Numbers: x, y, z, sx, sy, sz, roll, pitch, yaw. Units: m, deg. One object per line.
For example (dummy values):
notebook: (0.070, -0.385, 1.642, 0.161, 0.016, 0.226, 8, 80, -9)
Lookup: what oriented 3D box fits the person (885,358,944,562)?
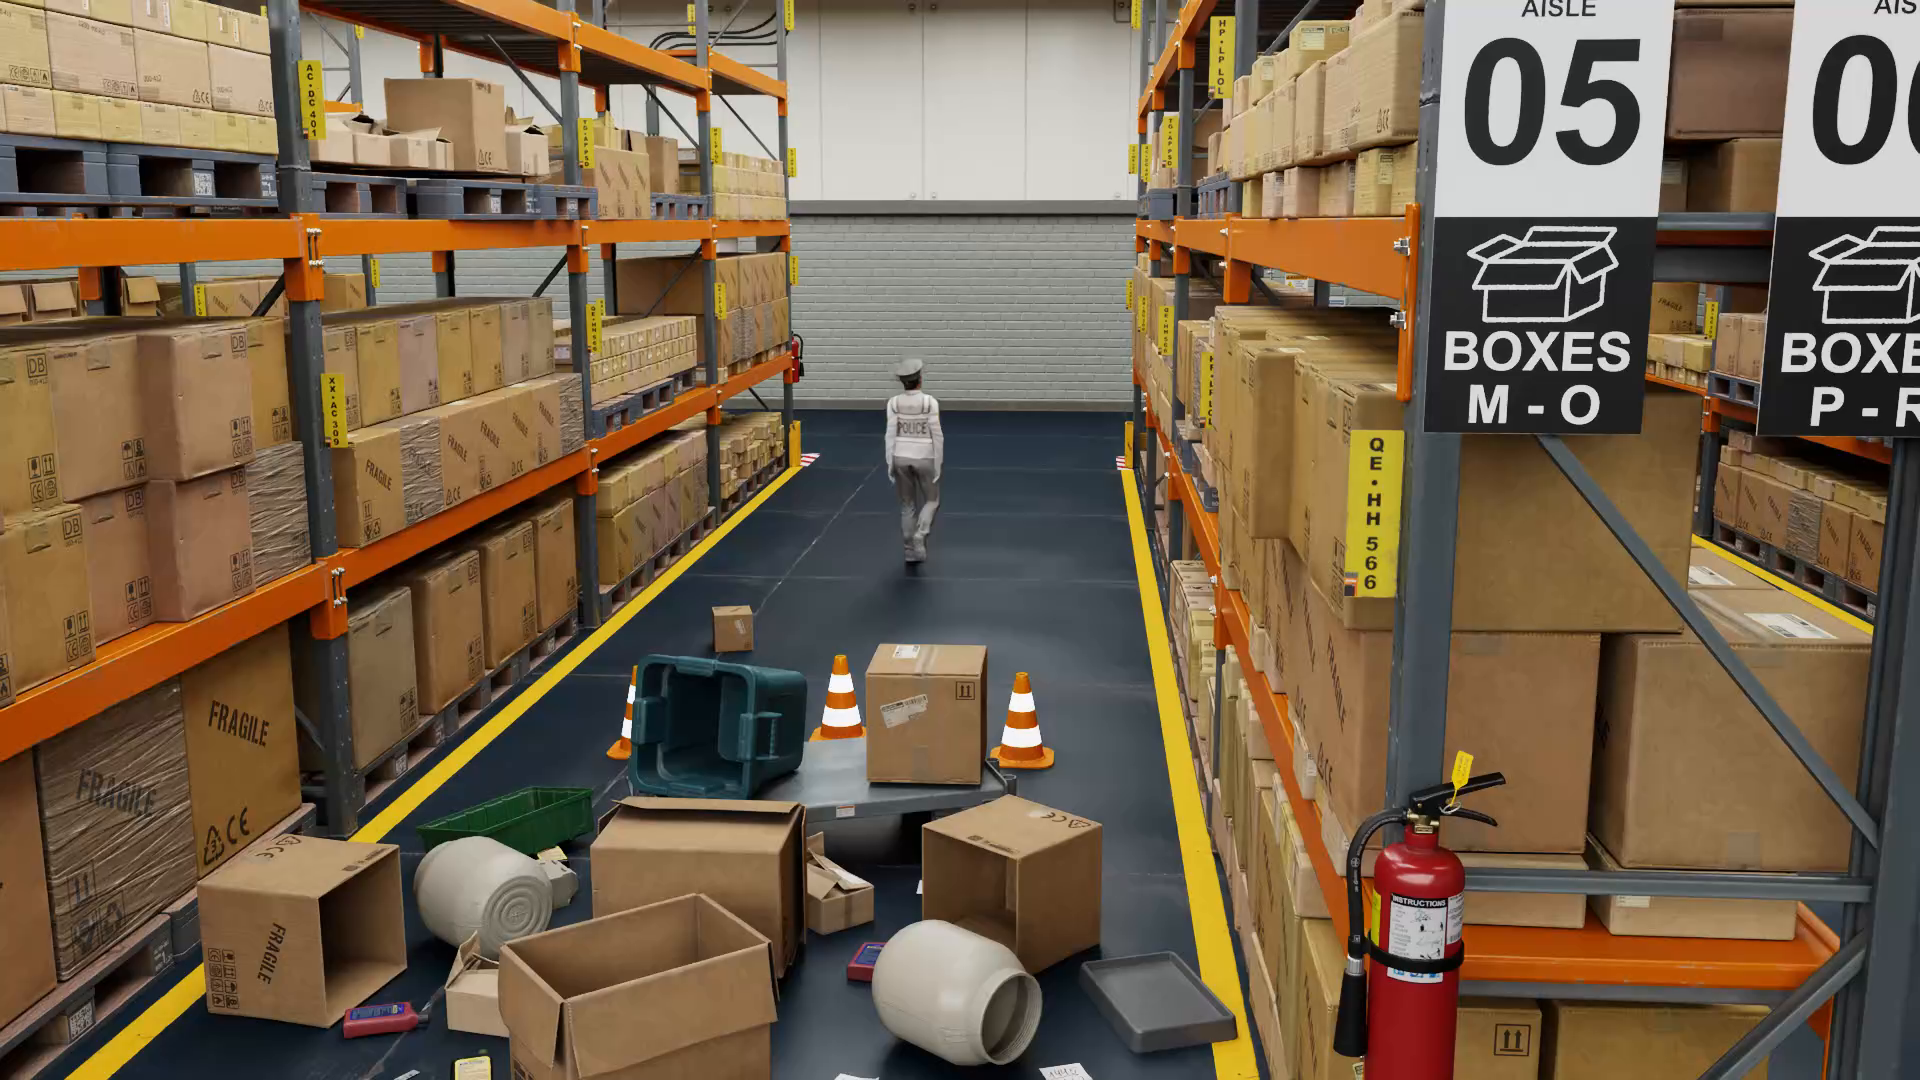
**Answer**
person: (-0.371, -0.637, 13.558, 0.488, 1.679, 0.553, 2, 11, 10)
